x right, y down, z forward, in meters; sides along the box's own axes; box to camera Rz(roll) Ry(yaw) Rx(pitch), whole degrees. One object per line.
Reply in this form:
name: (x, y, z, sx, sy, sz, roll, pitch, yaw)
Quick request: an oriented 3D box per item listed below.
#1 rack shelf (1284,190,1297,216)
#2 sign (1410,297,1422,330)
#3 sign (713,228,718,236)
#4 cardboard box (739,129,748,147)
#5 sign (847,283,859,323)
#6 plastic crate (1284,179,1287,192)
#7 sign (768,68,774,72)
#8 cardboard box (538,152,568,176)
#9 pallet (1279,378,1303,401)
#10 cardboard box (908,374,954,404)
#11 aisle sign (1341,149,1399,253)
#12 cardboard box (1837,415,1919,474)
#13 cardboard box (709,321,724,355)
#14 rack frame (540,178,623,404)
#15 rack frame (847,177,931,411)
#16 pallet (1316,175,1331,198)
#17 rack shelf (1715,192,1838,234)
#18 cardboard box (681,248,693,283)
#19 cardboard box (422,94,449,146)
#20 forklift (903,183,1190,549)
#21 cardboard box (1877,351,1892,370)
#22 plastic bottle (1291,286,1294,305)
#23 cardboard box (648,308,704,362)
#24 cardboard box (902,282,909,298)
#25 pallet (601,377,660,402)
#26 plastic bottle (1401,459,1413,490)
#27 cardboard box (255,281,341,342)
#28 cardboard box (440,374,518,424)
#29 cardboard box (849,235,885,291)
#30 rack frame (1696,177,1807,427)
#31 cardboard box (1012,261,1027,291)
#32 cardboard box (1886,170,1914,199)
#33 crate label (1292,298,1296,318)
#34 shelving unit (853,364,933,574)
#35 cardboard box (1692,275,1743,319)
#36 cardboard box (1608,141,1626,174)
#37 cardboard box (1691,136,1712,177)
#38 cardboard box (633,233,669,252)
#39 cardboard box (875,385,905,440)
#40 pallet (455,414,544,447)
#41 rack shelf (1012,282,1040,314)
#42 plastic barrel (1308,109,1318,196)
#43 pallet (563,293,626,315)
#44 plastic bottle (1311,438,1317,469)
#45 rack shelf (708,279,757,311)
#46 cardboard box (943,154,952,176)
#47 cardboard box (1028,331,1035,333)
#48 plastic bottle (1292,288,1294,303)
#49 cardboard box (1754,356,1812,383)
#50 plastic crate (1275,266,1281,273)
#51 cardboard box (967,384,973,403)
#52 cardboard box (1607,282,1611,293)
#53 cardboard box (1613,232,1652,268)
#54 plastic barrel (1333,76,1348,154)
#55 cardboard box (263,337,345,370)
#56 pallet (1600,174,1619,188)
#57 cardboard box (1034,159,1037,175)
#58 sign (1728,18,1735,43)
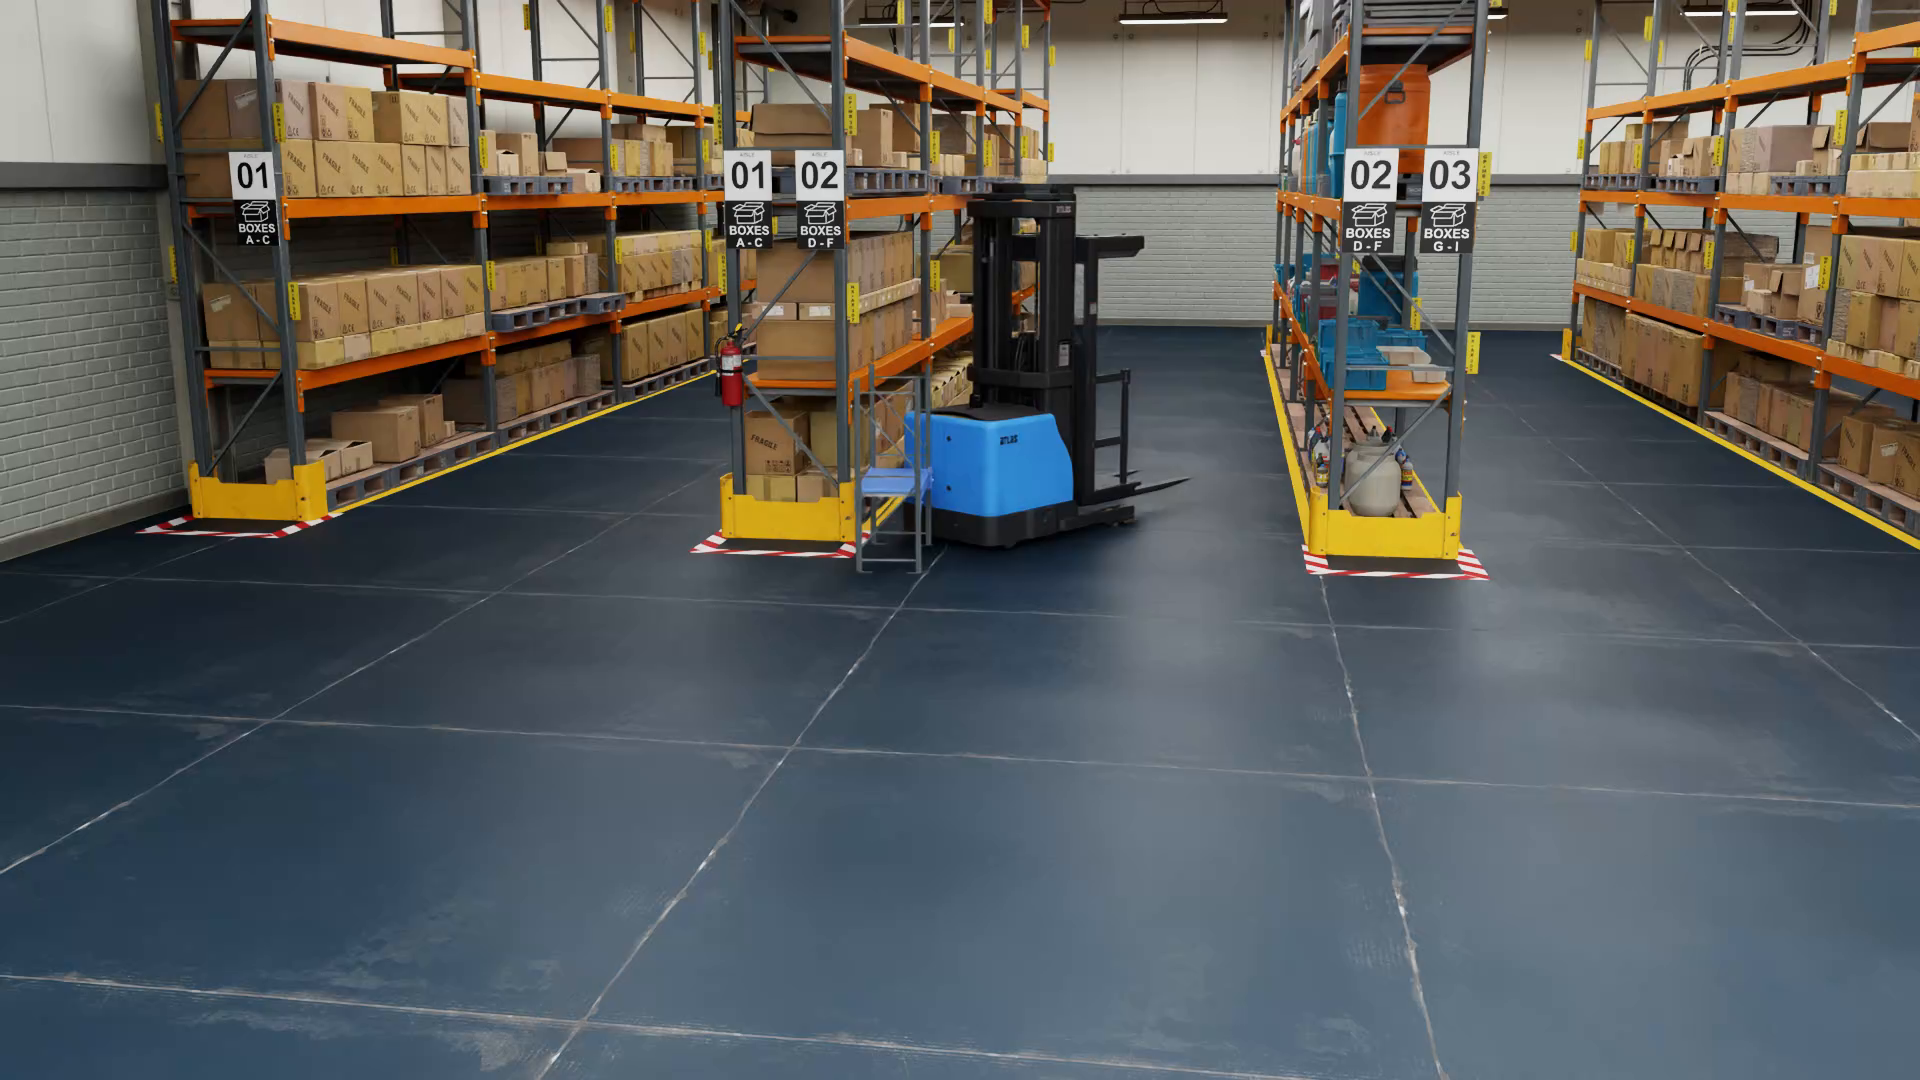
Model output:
rack shelf: (5.004, -4.544, 22.548, 1.077, 0.370, 4.000, 2, 12, 9)
sign: (4.623, -2.296, 16.870, 0.100, 0.325, 0.005, 2, 12, 9)
sign: (-4.410, -5.481, 30.063, 0.100, 0.325, 0.005, 2, 12, 9)
cardboard box: (-3.865, -6.640, 27.904, 0.500, 0.500, 0.500, 1, 12, 6)
sign: (-0.880, -1.952, 13.688, 0.100, 0.325, 0.005, 2, 12, 9)
plastic crate: (5.078, -5.307, 24.881, 0.450, 0.188, 0.662, 2, 12, 9)
sign: (-3.328, -8.407, 29.239, 0.100, 0.325, 0.005, 2, 12, 9)
cardboard box: (-5.384, -4.594, 20.778, 0.797, 0.503, 0.637, 4, 13, 17)
pallet: (4.966, -2.069, 23.093, 1.003, 0.211, 1.213, 2, 12, 9)
cardboard box: (-0.342, -1.767, 19.272, 0.500, 0.311, 0.500, 1, 12, 7)
aisle sign: (3.161, -2.614, 12.830, 0.394, 0.787, 0.004, 2, 12, 9)
cardboard box: (8.874, -0.922, 16.086, 0.500, 0.500, 0.500, 1, 12, 7)
cardboard box: (-4.261, -3.303, 27.135, 0.700, 0.500, 0.500, 2, 12, 9)
rack frame: (-5.093, -3.334, 22.346, 1.000, 3.000, 0.127, 2, 12, 9)
rack frame: (-0.813, -2.342, 17.741, 1.000, 3.000, 0.127, 2, 12, 9)
pallet: (4.067, -3.401, 15.985, 1.213, 0.211, 1.003, 2, 12, 9)
rack shelf: (9.283, -3.551, 17.939, 1.077, 0.370, 4.000, 2, 12, 9)
cardboard box: (-4.368, -4.160, 25.187, 0.500, 0.500, 0.500, 2, 12, 9)
cardboard box: (-5.591, -4.287, 16.989, 0.500, 0.500, 0.500, 3, 12, 12)
forklift: (0.891, -1.610, 14.507, 1.130, 2.935, 3.031, 11, 16, 42)
cardboard box: (8.477, -1.601, 14.901, 0.380, 0.149, 0.250, 2, 12, 9)
plastic bottle: (4.578, -3.357, 22.568, 0.144, 0.351, 0.185, 2, 12, 9)
cardboard box: (-4.449, -3.182, 25.744, 0.750, 0.750, 0.750, 2, 12, 9)
cardboard box: (-0.721, -2.538, 16.875, 0.380, 0.149, 0.250, 2, 12, 7)
pallet: (-4.897, -2.133, 23.390, 1.003, 0.211, 1.213, 2, 12, 9)
plastic bottle: (4.053, -0.597, 15.074, 0.097, 0.271, 0.097, 0, 12, 0)
cardboard box: (-5.953, -2.062, 14.969, 0.500, 0.500, 0.500, 2, 12, 9)
cardboard box: (-5.611, -1.649, 19.412, 0.700, 0.500, 0.500, 2, 12, 11)
cardboard box: (-1.106, -2.619, 15.710, 0.700, 0.500, 0.500, 2, 12, 9)
rack frame: (9.590, -2.853, 20.111, 1.000, 3.000, 0.127, 2, 12, 9)
cardboard box: (0.765, -4.154, 25.909, 0.500, 0.500, 0.500, 2, 12, 10)
cardboard box: (8.490, -3.115, 14.561, 0.500, 0.250, 0.500, 1, 12, 6)
crate label: (4.261, -2.856, 20.523, 0.303, 0.233, 0.416, 2, 12, 9)
shelving unit: (-0.518, -0.583, 13.140, 0.538, 1.500, 1.048, 1, 12, 3)
cardboard box: (9.421, -3.013, 20.615, 0.500, 0.500, 0.500, 2, 12, 10)
cardboard box: (10.556, -5.955, 25.915, 0.700, 0.500, 0.500, 1, 12, 5)
cardboard box: (9.659, -4.885, 21.188, 0.500, 0.500, 0.500, 3, 12, 12)
cardboard box: (-4.541, -4.314, 24.119, 0.500, 0.250, 0.500, 2, 12, 7)
cardboard box: (-0.830, -1.258, 16.462, 0.500, 0.500, 0.500, 2, 12, 9)
pallet: (-5.590, -1.301, 19.528, 1.003, 0.211, 1.213, 2, 12, 9)
rack shelf: (0.725, -4.072, 27.476, 1.077, 0.370, 4.000, 2, 12, 9)
plastic barrel: (4.046, -4.141, 17.779, 0.600, 0.901, 0.600, 0, 12, 0)
pallet: (-5.097, -3.089, 21.661, 1.213, 0.211, 1.003, 2, 12, 9)
plastic bottle: (3.451, -0.841, 16.179, 0.061, 0.283, 0.133, 2, 12, 11)
rack shelf: (-4.170, -4.232, 28.217, 1.077, 0.370, 4.000, 2, 12, 9)
cardboard box: (-0.374, -4.448, 19.753, 0.500, 0.250, 0.500, 2, 12, 8)
cardboard box: (1.017, -3.393, 28.100, 0.500, 0.250, 0.500, 2, 12, 9)
plastic bottle: (4.513, -3.292, 22.427, 0.061, 0.283, 0.133, 2, 12, 9)
cardboard box: (9.445, -1.961, 19.084, 0.500, 0.250, 0.500, 3, 13, 15)
plastic crate: (5.462, -4.448, 27.770, 0.416, 0.233, 0.300, 2, 12, 9)
cardboard box: (-0.113, -1.811, 20.807, 0.500, 0.250, 0.500, 2, 12, 8)
cardboard box: (10.087, -3.851, 25.340, 0.380, 0.149, 0.250, 2, 12, 10)
cardboard box: (10.093, -4.333, 24.848, 0.500, 0.500, 0.500, 2, 12, 9)
plastic barrel: (3.822, -3.894, 15.634, 0.600, 0.901, 0.708, 2, 12, 9)
cardboard box: (-5.934, -1.697, 15.055, 0.500, 0.250, 0.500, 2, 12, 7)
pallet: (10.532, -5.532, 25.632, 1.003, 0.211, 1.213, 2, 12, 9)
cardboard box: (0.978, -6.050, 26.995, 0.500, 0.250, 0.500, 2, 12, 9)
sign: (10.744, -7.099, 23.166, 0.100, 0.325, 0.005, 2, 12, 9)
